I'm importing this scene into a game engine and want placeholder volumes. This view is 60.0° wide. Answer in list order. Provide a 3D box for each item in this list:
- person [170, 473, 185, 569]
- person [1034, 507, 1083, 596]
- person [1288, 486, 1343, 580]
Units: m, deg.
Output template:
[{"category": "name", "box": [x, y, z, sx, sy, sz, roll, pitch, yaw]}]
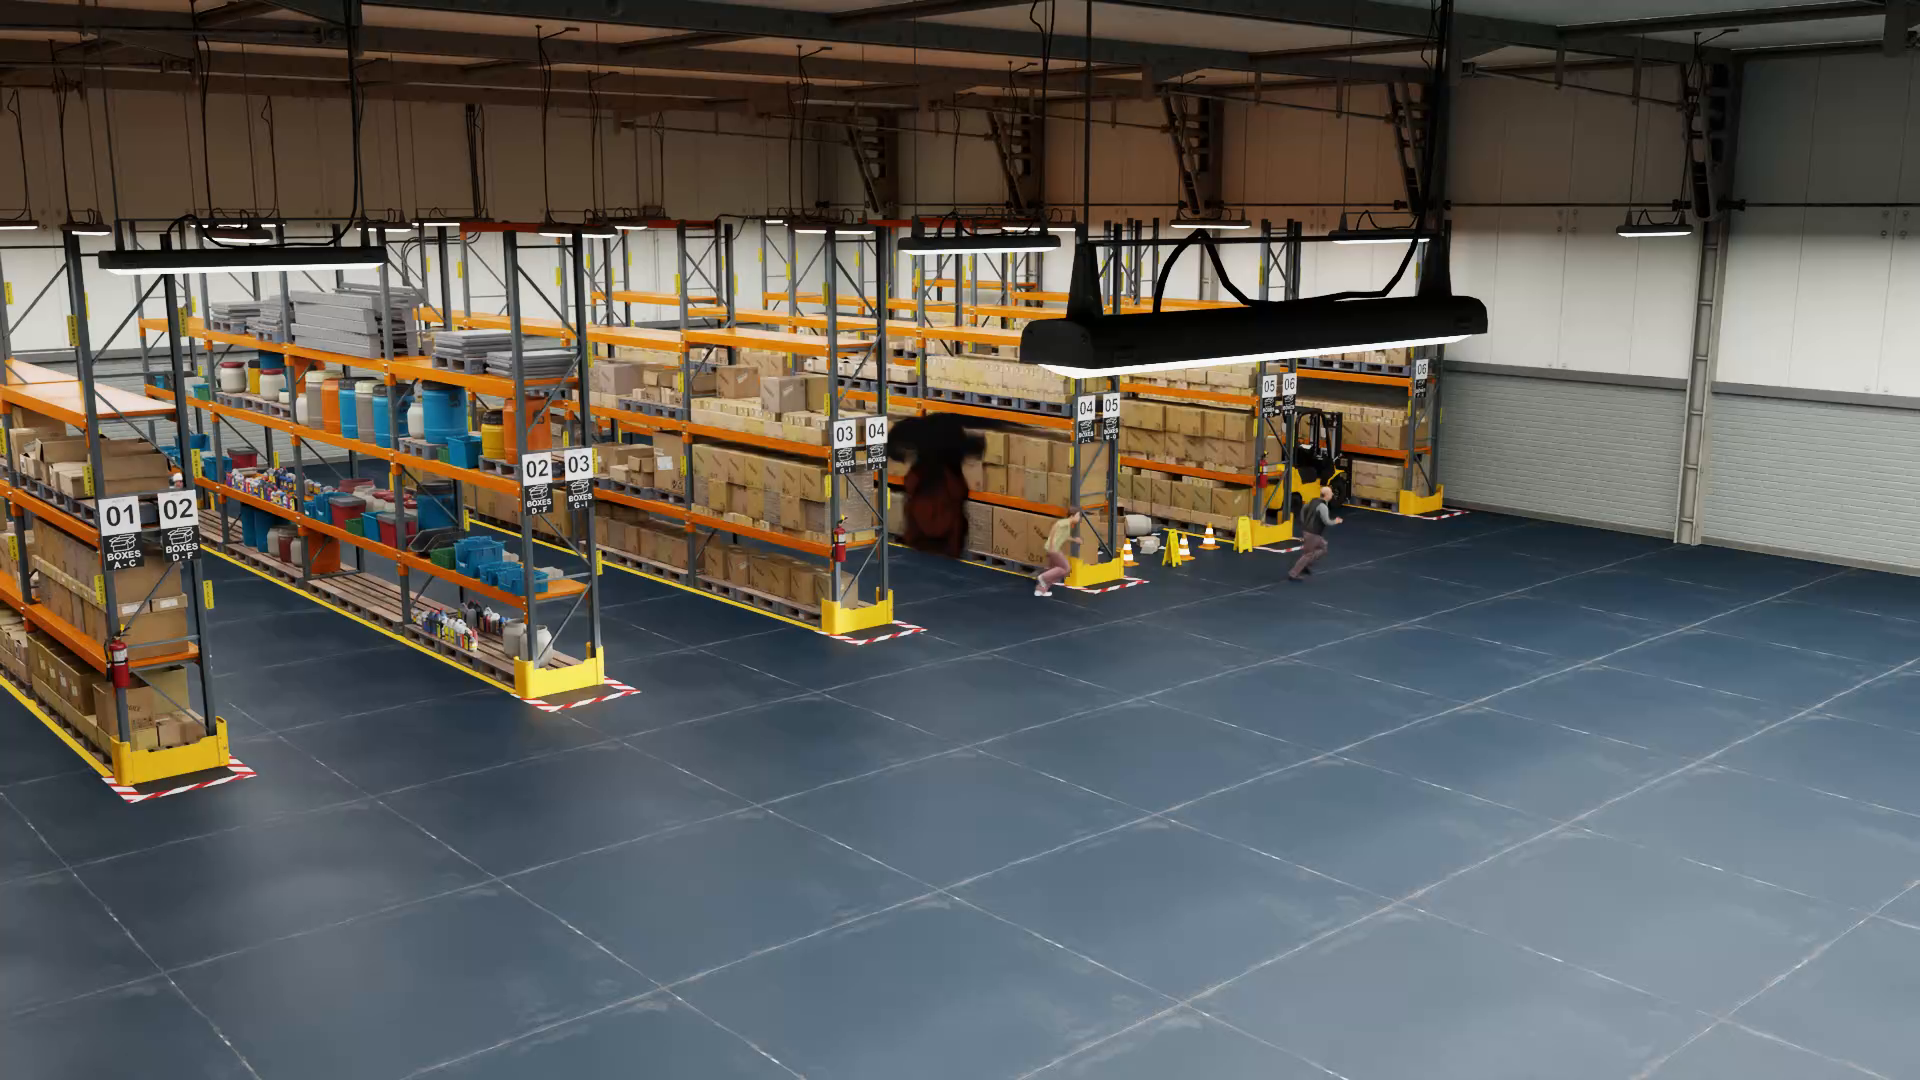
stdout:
[{"category": "person", "box": [-13.803, -0.380, 29.304, 0.713, 1.657, 0.668, 9, 14, 37]}, {"category": "person", "box": [1.611, 0.199, 27.102, 0.786, 1.500, 0.605, 1, 11, 5]}, {"category": "person", "box": [6.060, -0.123, 28.336, 0.898, 1.615, 0.656, 0, 11, 0]}]
